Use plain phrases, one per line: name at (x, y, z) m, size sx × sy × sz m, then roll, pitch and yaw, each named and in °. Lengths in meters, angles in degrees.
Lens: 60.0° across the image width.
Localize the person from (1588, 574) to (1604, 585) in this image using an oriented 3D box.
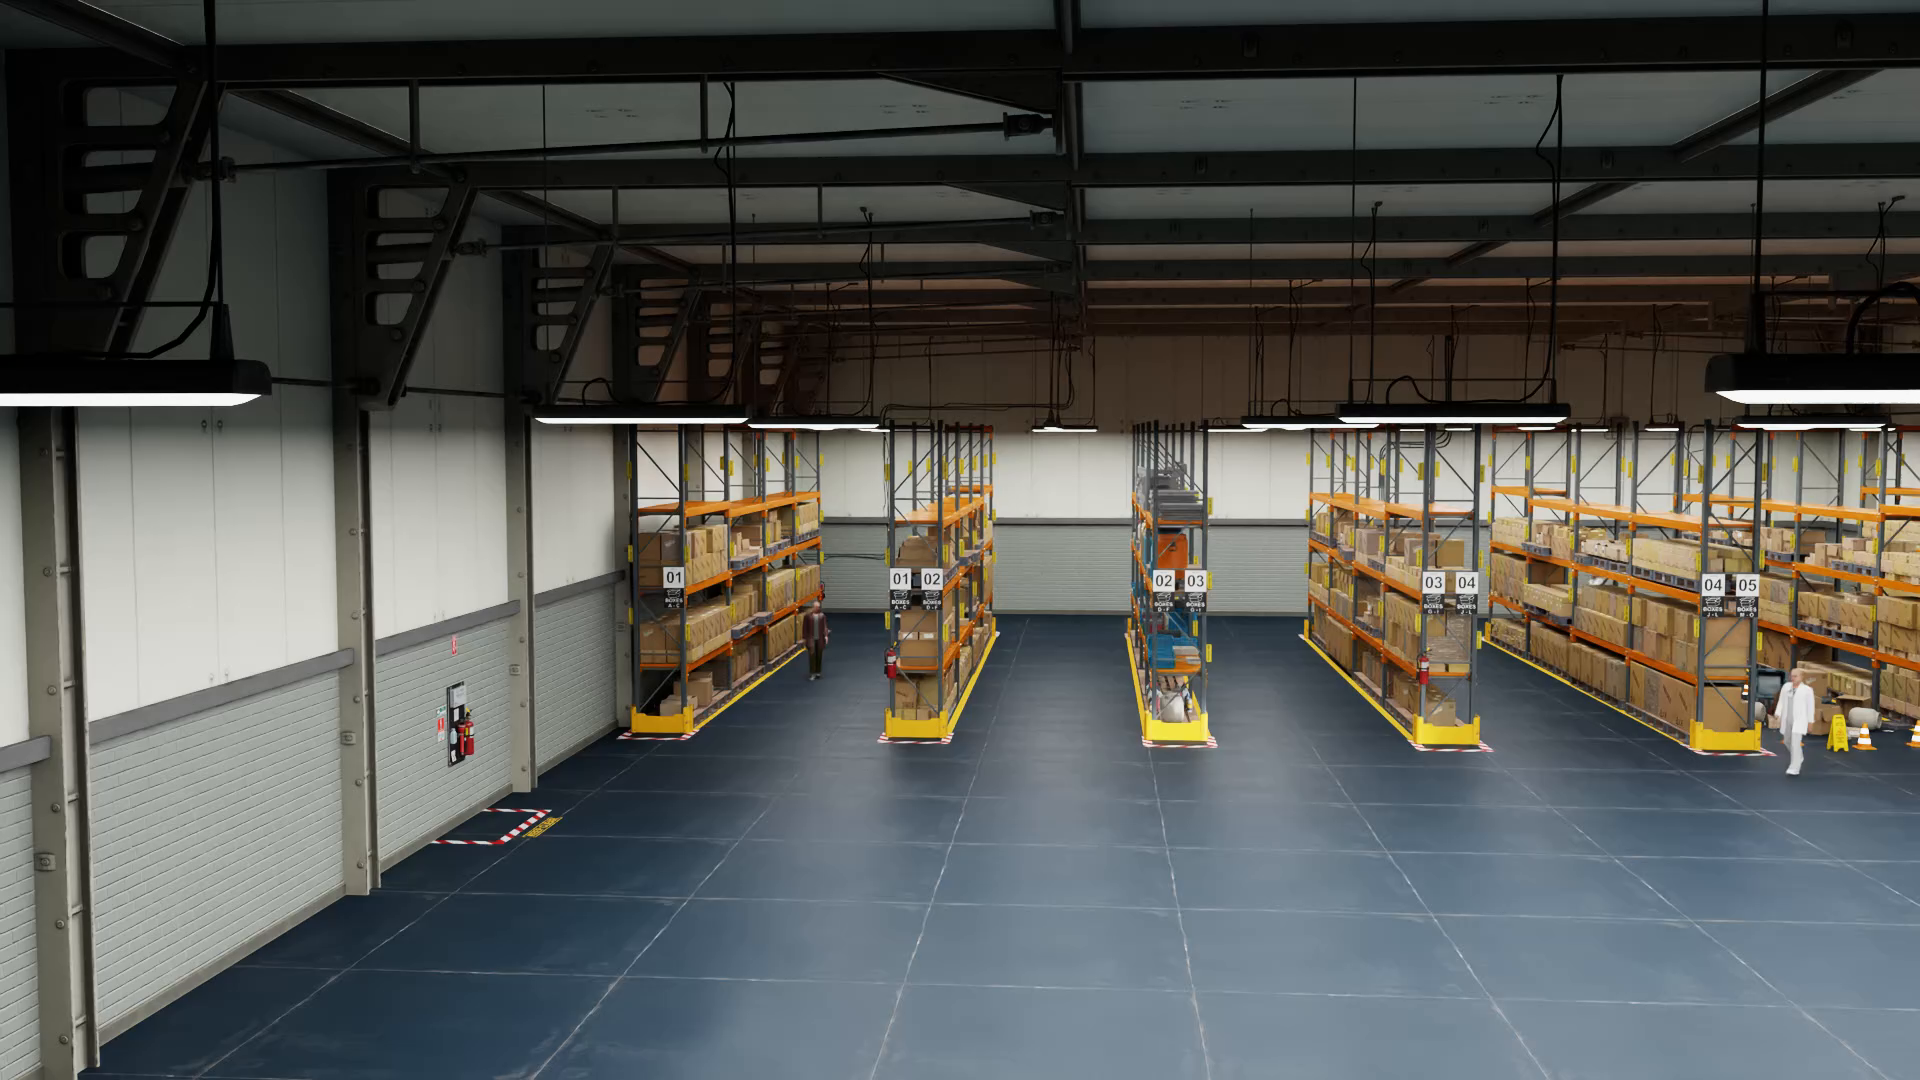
person at (18.990, 1.700, 49.615) m, size 0.820 × 1.751 × 0.539 m, roll -2°, pitch 4°, yaw -27°

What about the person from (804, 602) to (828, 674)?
person at (-3.388, 2.321, 39.203) m, size 0.562 × 1.700 × 0.580 m, roll -1°, pitch 4°, yaw -20°

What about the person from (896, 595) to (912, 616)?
person at (-1.517, 1.663, 51.784) m, size 0.973 × 1.536 × 0.399 m, roll 1°, pitch 4°, yaw 13°

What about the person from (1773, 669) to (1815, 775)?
person at (14.169, 3.106, 28.189) m, size 0.922 × 1.655 × 0.563 m, roll -2°, pitch 4°, yaw -29°
